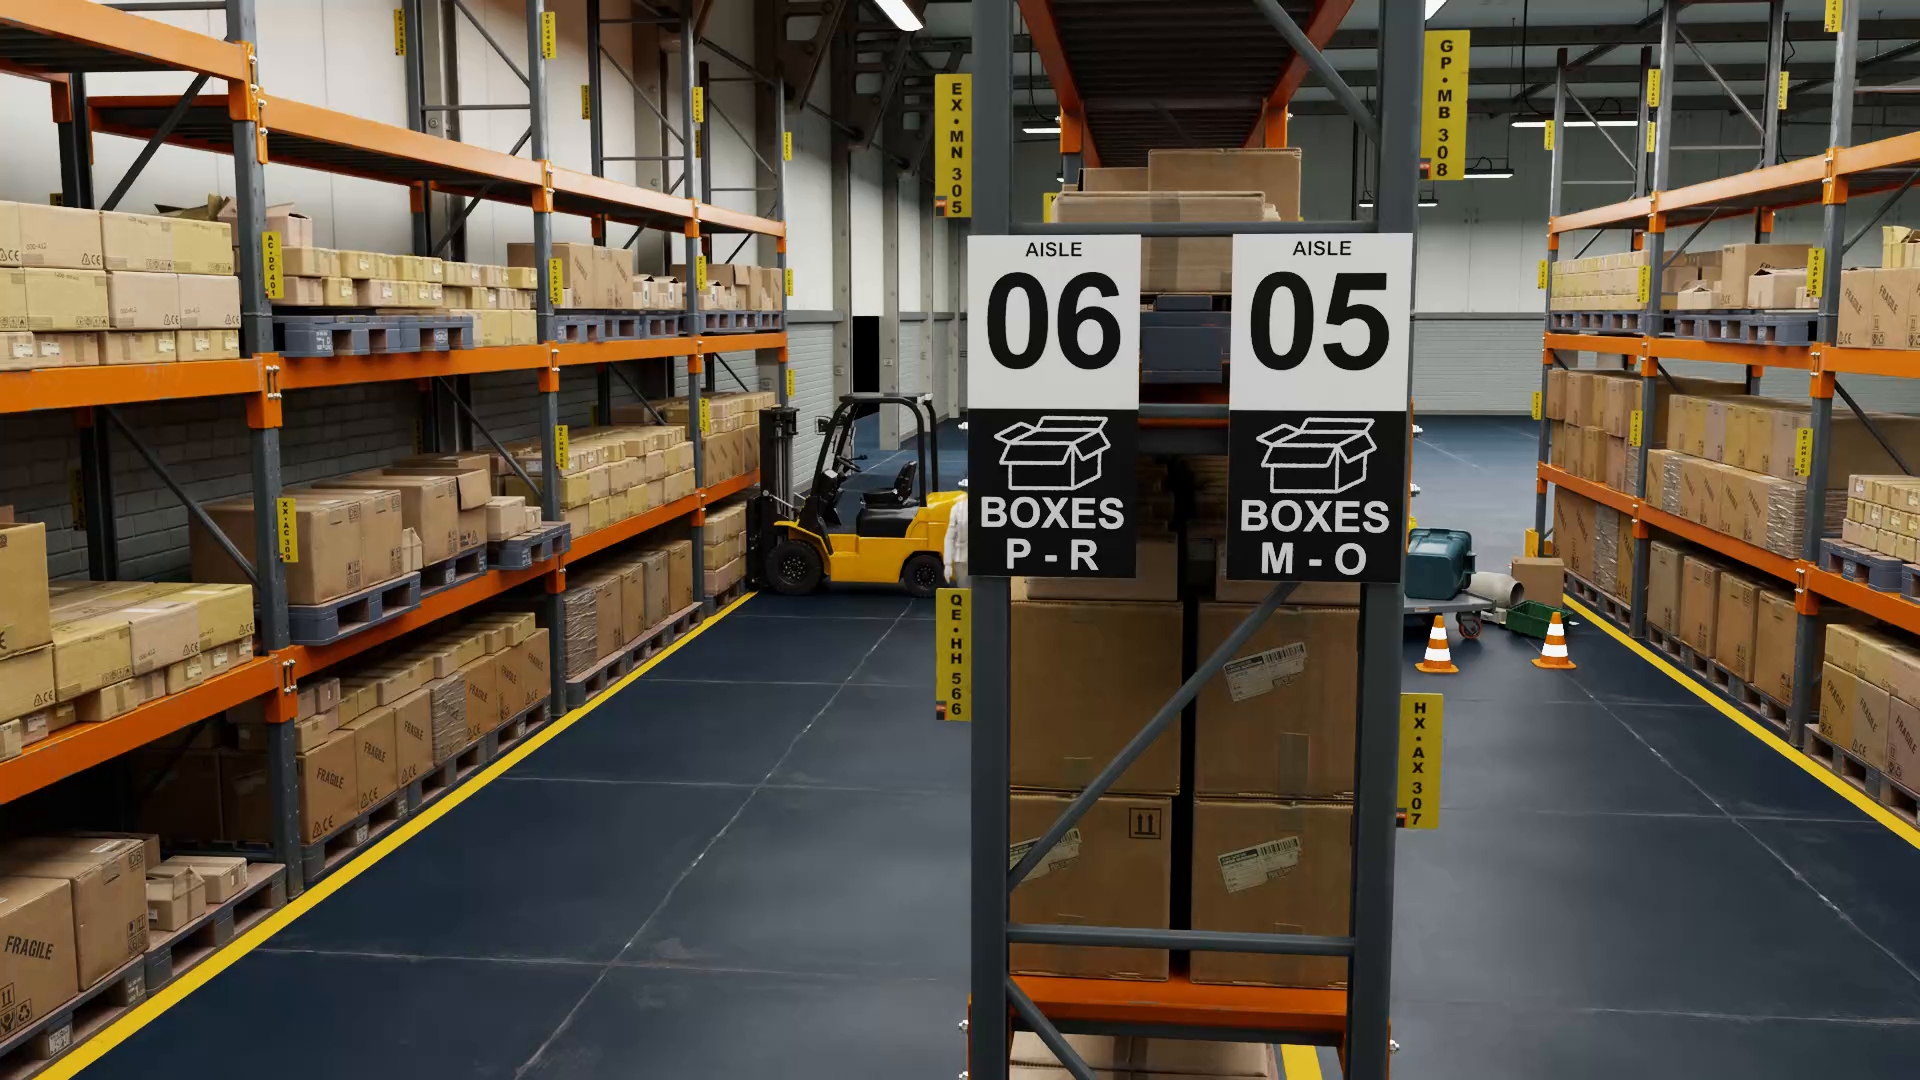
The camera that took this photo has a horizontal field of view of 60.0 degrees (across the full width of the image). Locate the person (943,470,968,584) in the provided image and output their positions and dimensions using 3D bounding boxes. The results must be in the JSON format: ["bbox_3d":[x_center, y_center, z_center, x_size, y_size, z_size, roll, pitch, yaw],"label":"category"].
[{"bbox_3d":[0.118,0.250,14.425,0.523,1.746,0.549,1,8,11],"label":"person"}]
